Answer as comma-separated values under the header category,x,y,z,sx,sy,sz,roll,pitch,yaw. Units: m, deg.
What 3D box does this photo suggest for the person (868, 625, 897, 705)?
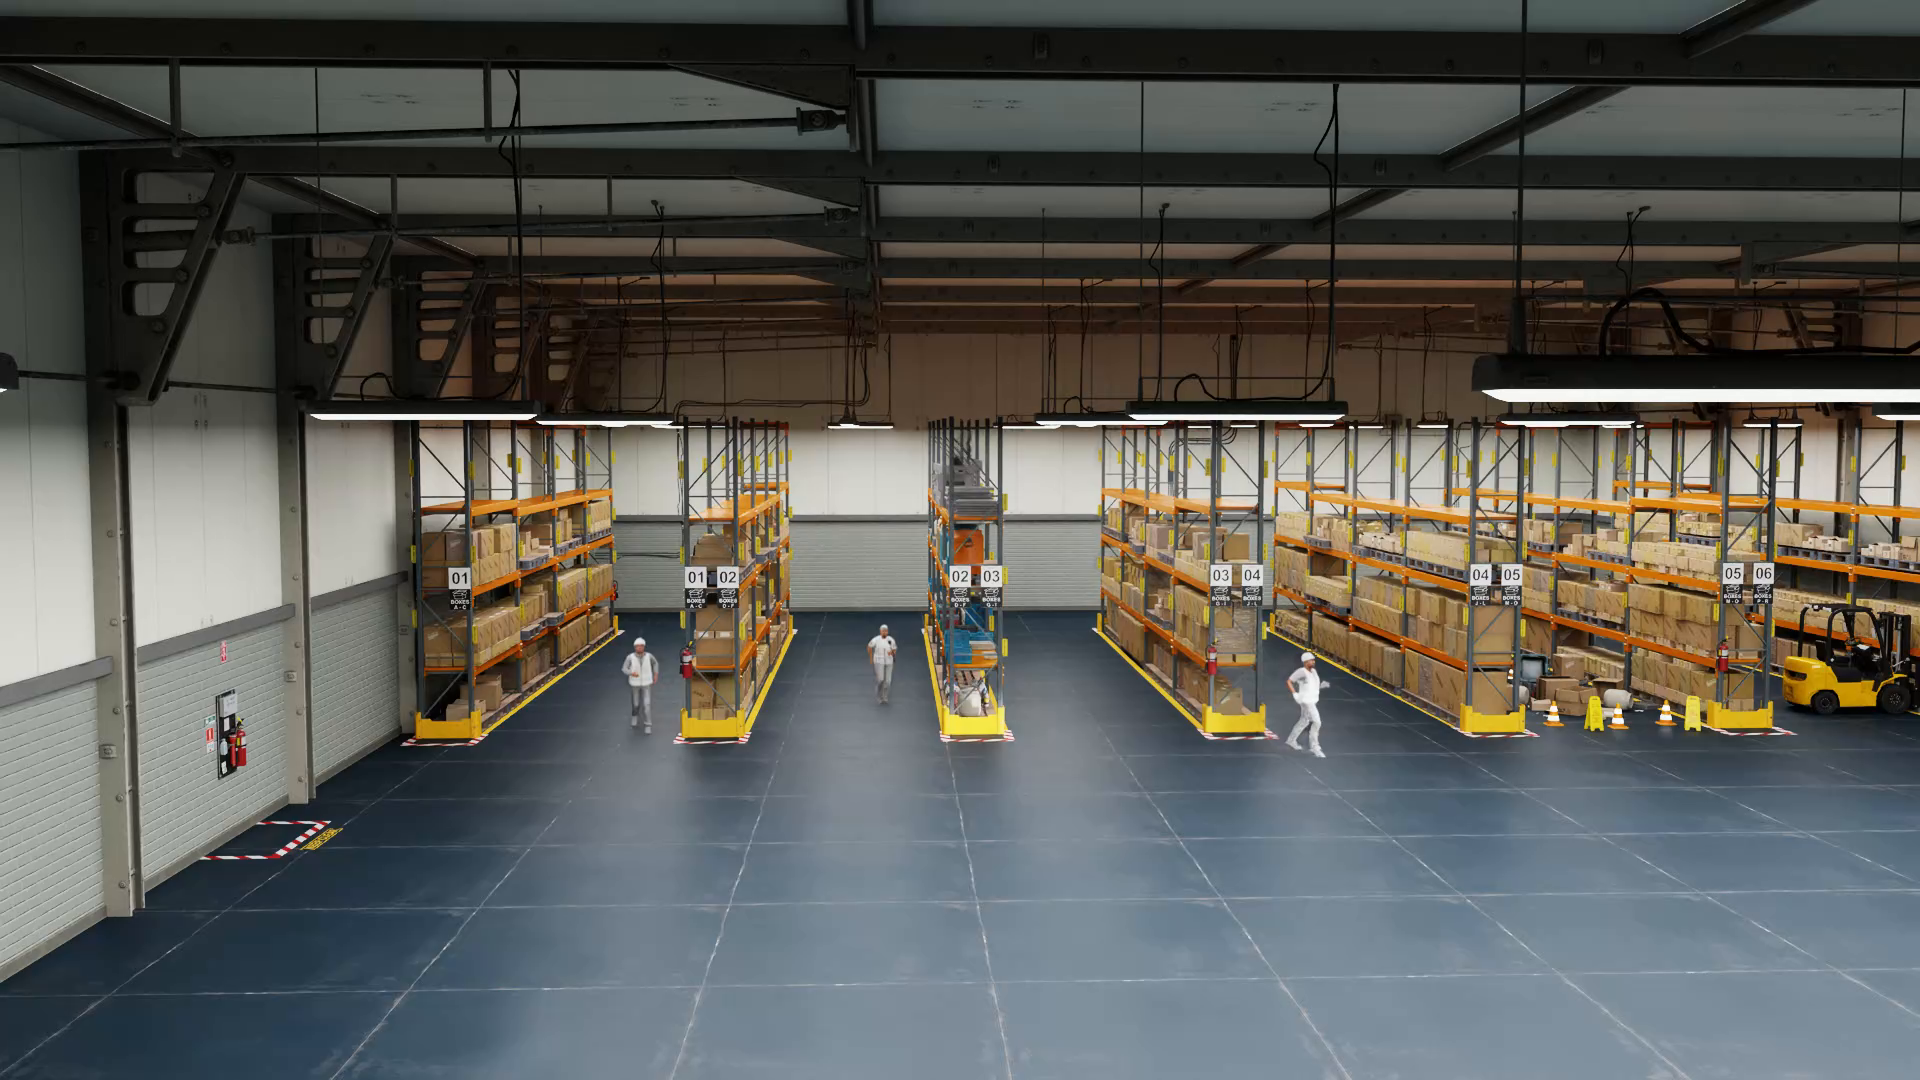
category,x,y,z,sx,sy,sz,roll,pitch,yaw
person,-1.606,2.621,34.919,0.577,1.679,0.682,-1,4,-16

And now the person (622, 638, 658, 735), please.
category,x,y,z,sx,sy,sz,roll,pitch,yaw
person,-6.084,2.749,31.667,0.704,1.780,0.940,-1,4,-15

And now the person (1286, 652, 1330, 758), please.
category,x,y,z,sx,sy,sz,roll,pitch,yaw
person,6.140,2.903,29.432,0.806,1.841,0.665,2,4,31
